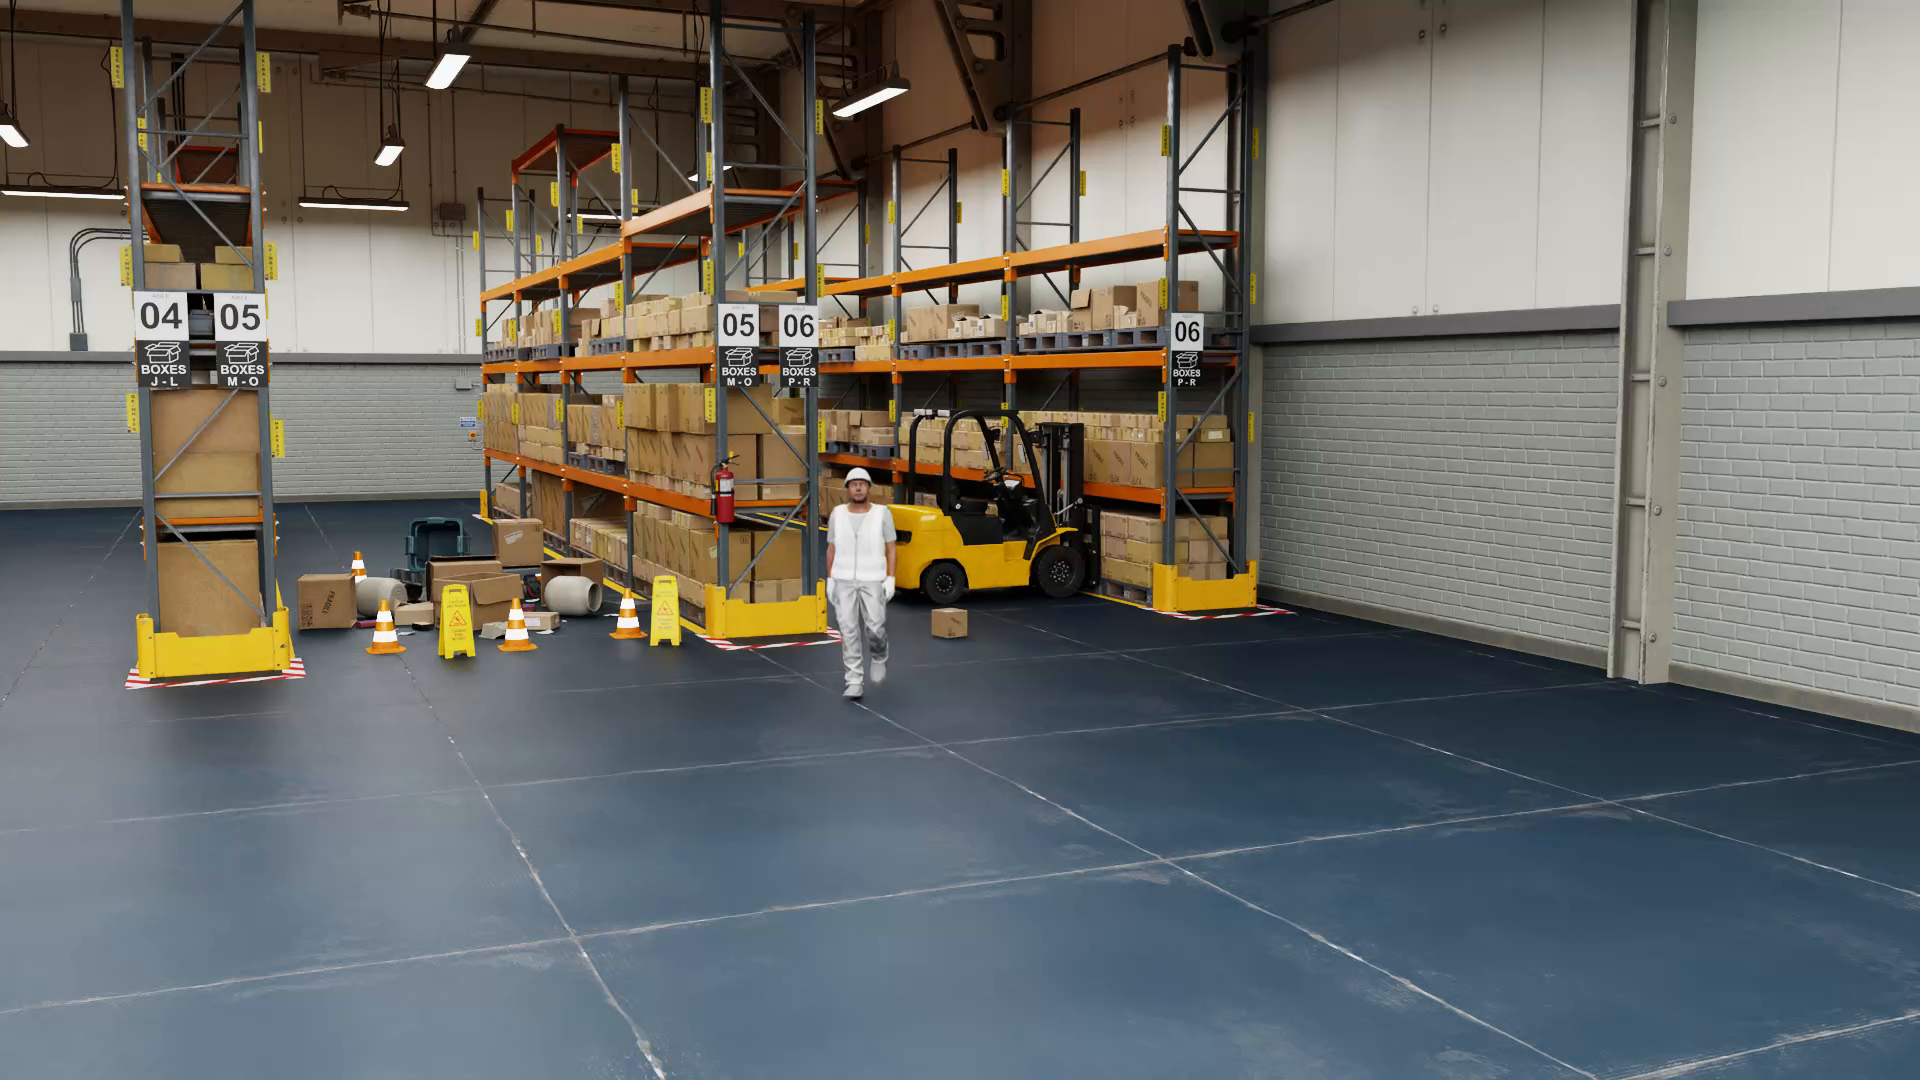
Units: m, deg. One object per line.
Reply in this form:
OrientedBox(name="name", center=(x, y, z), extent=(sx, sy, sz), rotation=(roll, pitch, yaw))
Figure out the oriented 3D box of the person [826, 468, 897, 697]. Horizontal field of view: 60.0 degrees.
OrientedBox(name="person", center=(-0.768, 0.319, 12.968), extent=(0.551, 1.771, 0.590), rotation=(1, 5, 7))
